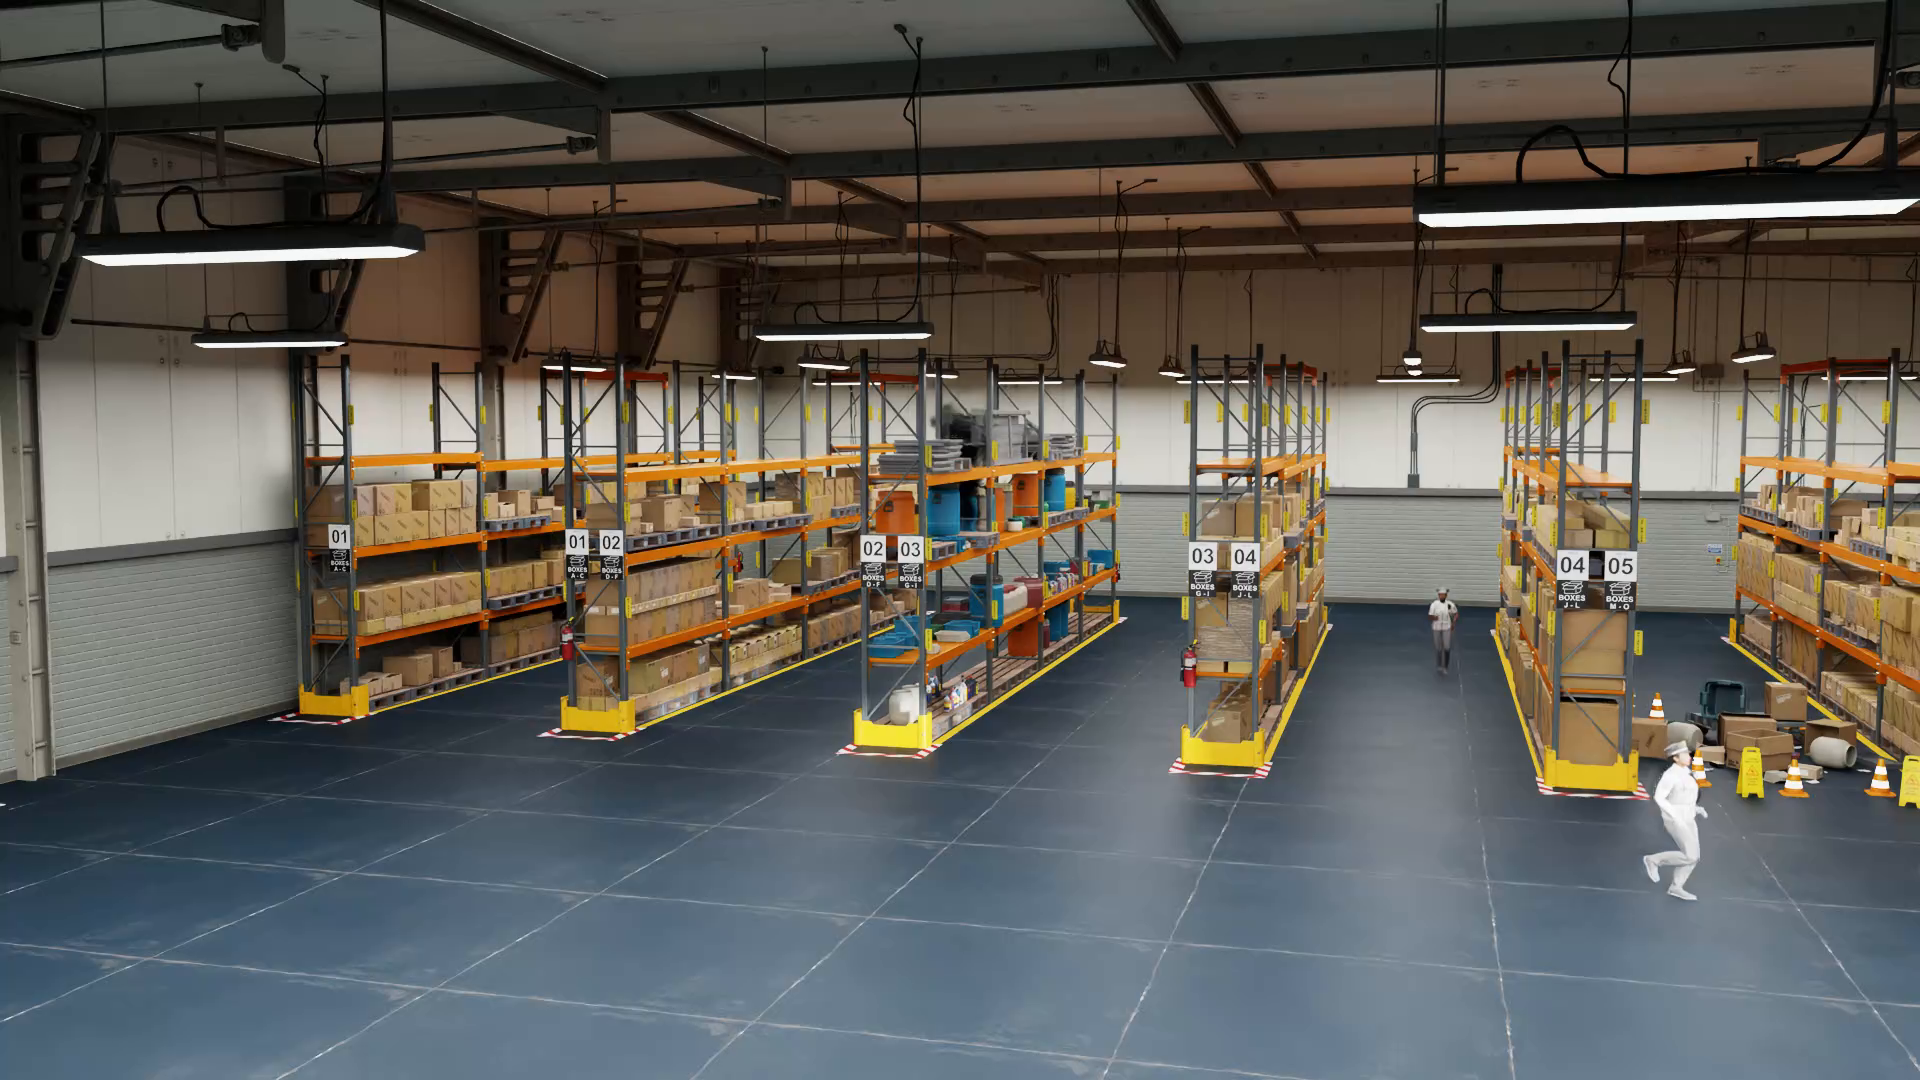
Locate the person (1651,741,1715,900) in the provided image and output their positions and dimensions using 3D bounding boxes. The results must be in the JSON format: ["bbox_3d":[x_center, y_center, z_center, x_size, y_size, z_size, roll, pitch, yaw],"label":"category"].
[{"bbox_3d":[7.486,2.894,17.197,0.549,1.654,0.614,4,6,43],"label":"person"}]

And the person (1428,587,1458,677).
[{"bbox_3d":[9.281,1.763,32.041,0.517,1.746,0.686,1,5,19],"label":"person"}]
